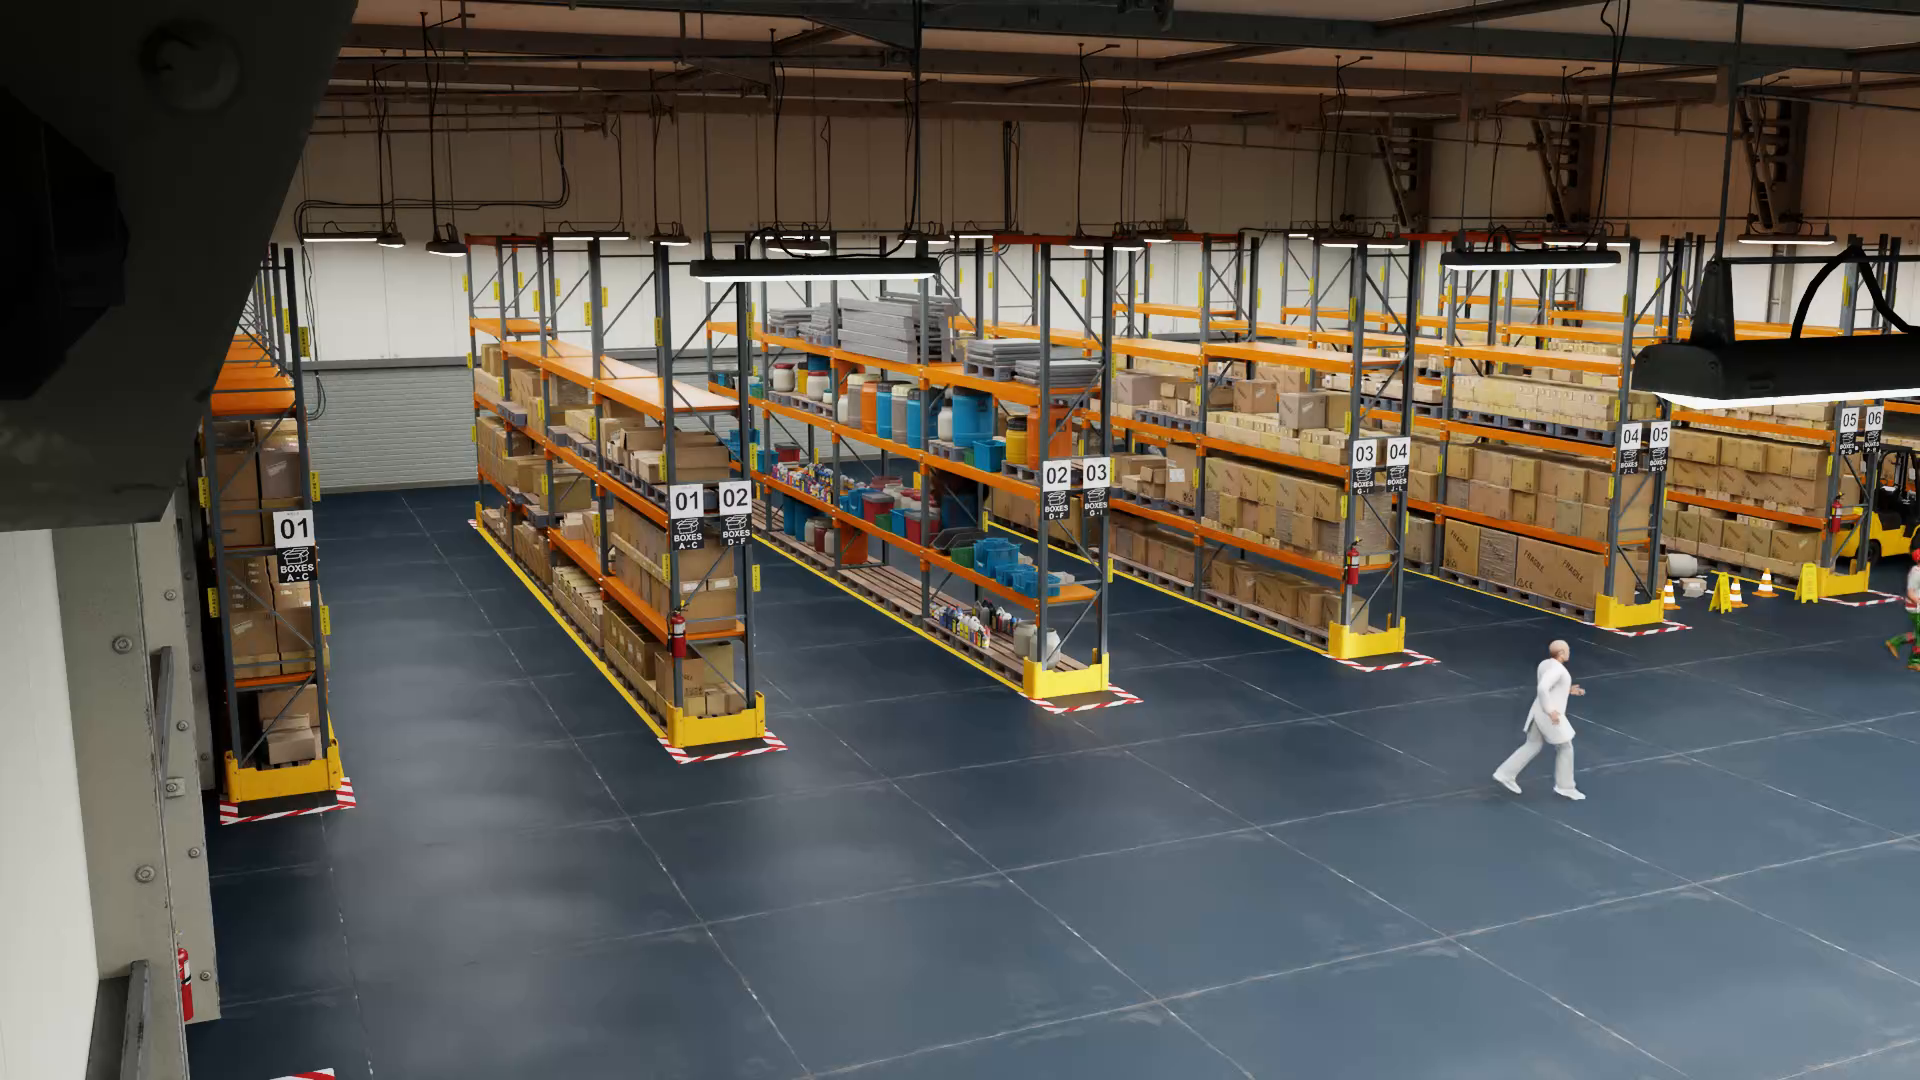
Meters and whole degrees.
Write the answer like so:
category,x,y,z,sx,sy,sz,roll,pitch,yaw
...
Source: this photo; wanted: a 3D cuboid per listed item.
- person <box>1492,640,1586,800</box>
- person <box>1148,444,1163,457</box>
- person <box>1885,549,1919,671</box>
category,x,y,z,sx,sy,sz,roll,pitch,yaw
person,6.410,1.980,18.261,1.025,1.805,0.649,-1,11,-6
person,4.988,-2.639,42.383,0.675,1.717,0.632,-4,12,-20
person,13.496,0.973,23.556,0.603,1.755,0.652,6,13,29
